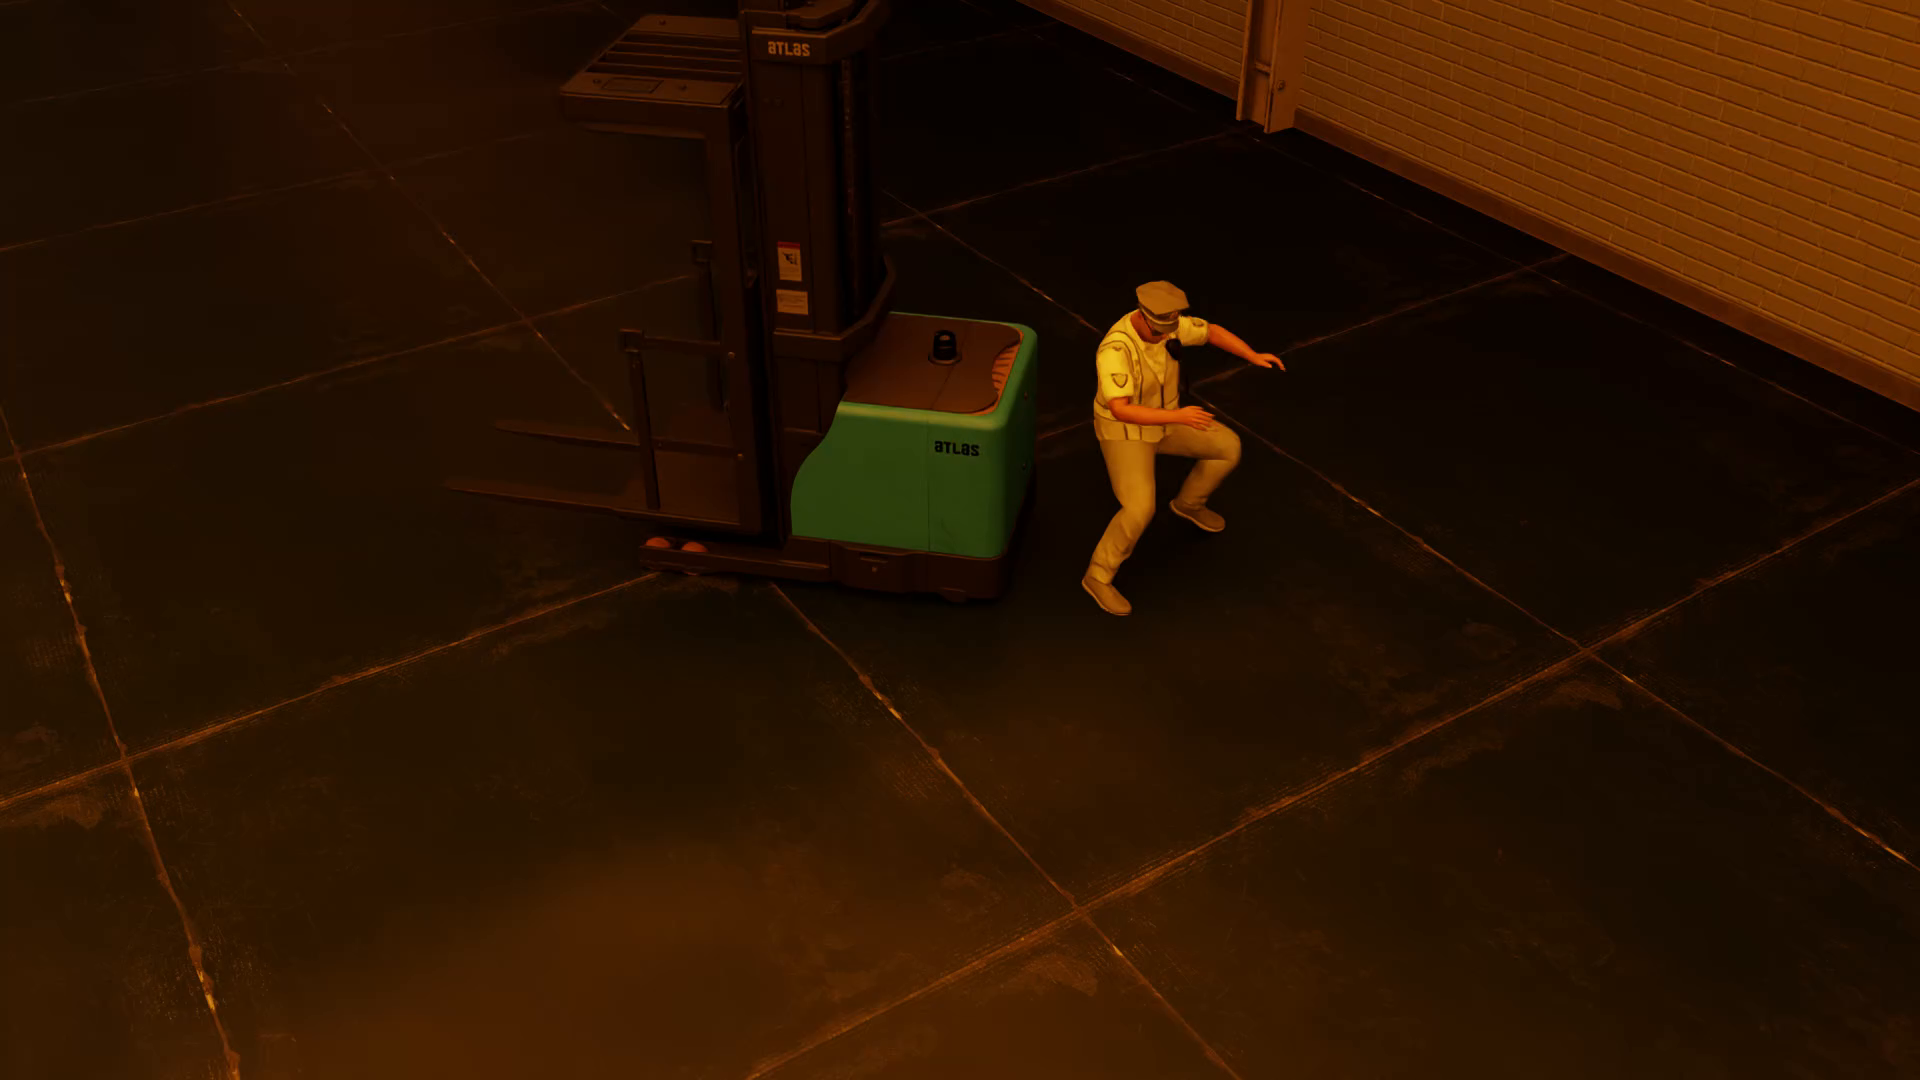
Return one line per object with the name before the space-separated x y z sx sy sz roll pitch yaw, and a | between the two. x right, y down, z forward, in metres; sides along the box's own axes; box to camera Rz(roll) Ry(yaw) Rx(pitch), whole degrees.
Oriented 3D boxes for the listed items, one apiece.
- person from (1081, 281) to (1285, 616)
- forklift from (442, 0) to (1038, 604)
person | 0.993 -0.525 8.152 1.009 1.526 0.769 -25 42 -31
forklift | -1.165 -1.310 8.012 3.031 2.935 1.130 7 36 10
